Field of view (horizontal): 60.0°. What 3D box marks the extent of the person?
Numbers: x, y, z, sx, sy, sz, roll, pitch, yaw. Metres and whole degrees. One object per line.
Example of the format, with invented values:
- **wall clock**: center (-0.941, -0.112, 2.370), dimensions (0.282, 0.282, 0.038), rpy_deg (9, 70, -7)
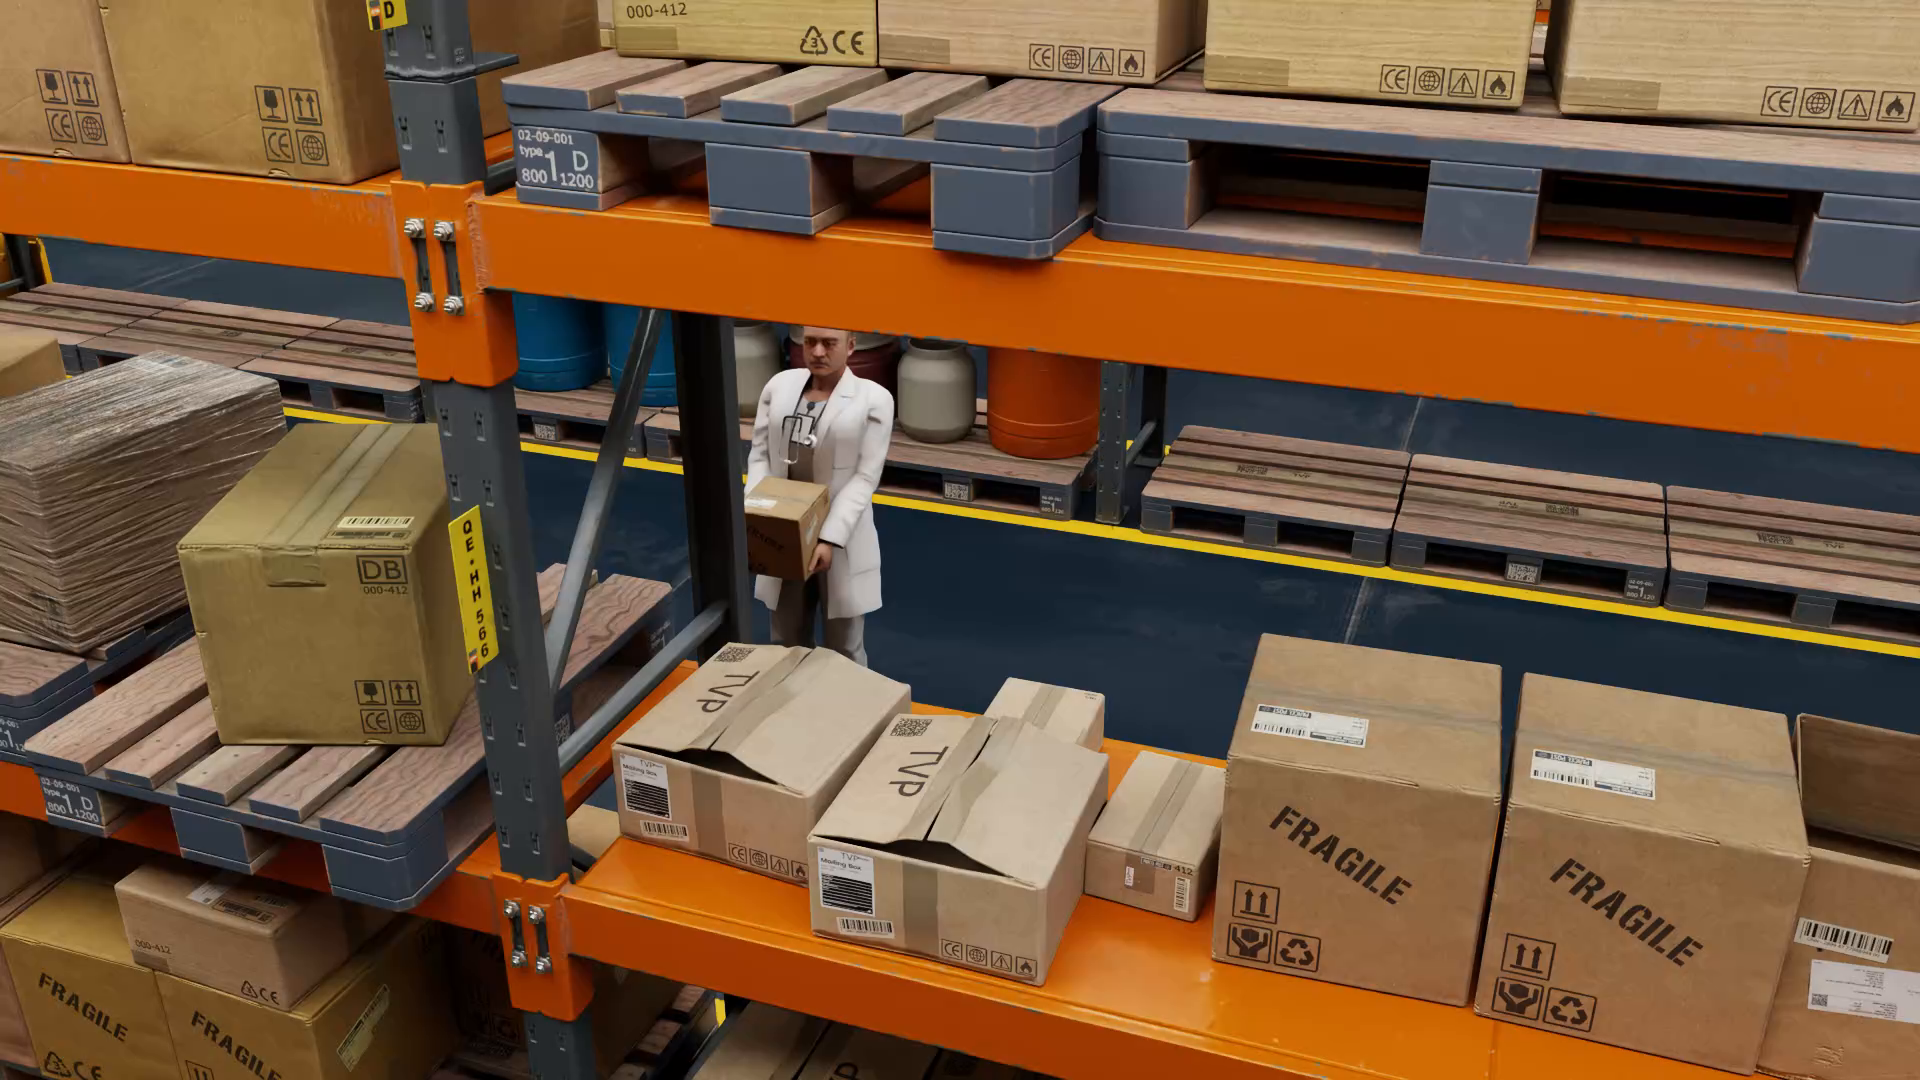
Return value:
- **person**: center (-0.538, 0.053, 6.022), dimensions (0.530, 1.770, 0.555), rpy_deg (9, 27, 18)
